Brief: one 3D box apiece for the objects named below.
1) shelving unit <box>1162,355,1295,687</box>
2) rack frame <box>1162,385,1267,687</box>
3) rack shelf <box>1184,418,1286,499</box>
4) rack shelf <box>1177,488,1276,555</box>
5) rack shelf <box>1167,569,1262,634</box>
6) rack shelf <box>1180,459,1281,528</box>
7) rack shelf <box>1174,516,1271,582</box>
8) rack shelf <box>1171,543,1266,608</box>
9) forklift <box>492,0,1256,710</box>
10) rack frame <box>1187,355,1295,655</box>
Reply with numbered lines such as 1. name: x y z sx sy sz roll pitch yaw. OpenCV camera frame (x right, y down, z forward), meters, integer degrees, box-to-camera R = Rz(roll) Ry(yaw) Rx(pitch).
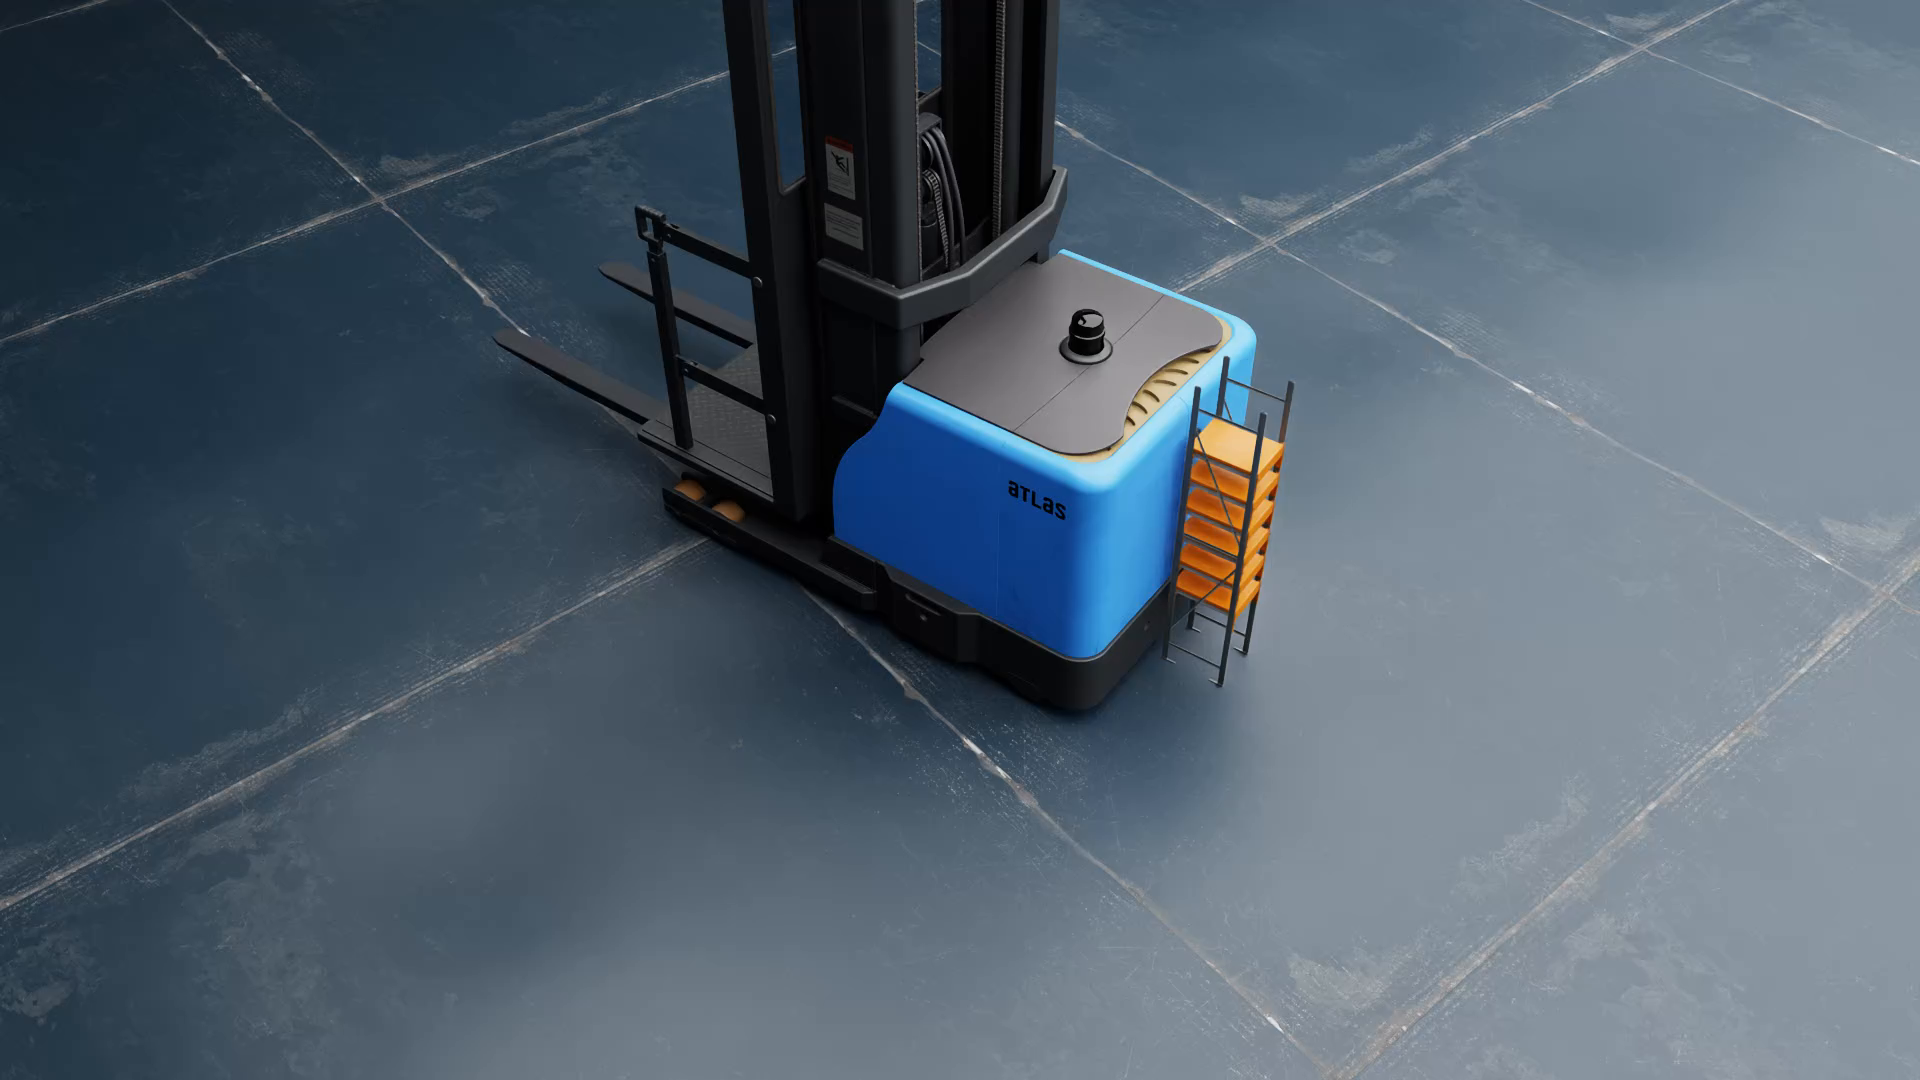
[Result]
1. shelving unit: 0.857 -0.031 5.407 0.258 1.200 0.189 25 49 25
2. rack frame: 0.805 0.021 5.352 0.240 1.200 0.006 25 49 25
3. rack shelf: 0.857 -0.261 5.191 0.258 0.103 0.180 25 49 25
4. rack shelf: 0.857 -0.086 5.355 0.258 0.103 0.180 25 49 25
5. rack shelf: 0.857 0.176 5.601 0.258 0.103 0.180 25 49 25
6. rack shelf: 0.857 -0.174 5.273 0.258 0.103 0.180 25 49 25
7. rack shelf: 0.857 0.001 5.437 0.258 0.103 0.180 25 49 25
8. rack shelf: 0.857 0.089 5.519 0.258 0.103 0.180 25 49 25
9. forklift: -0.503 -1.319 5.514 3.031 2.935 1.130 26 49 25
10. rack frame: 0.909 -0.082 5.461 0.240 1.200 0.006 25 49 25
